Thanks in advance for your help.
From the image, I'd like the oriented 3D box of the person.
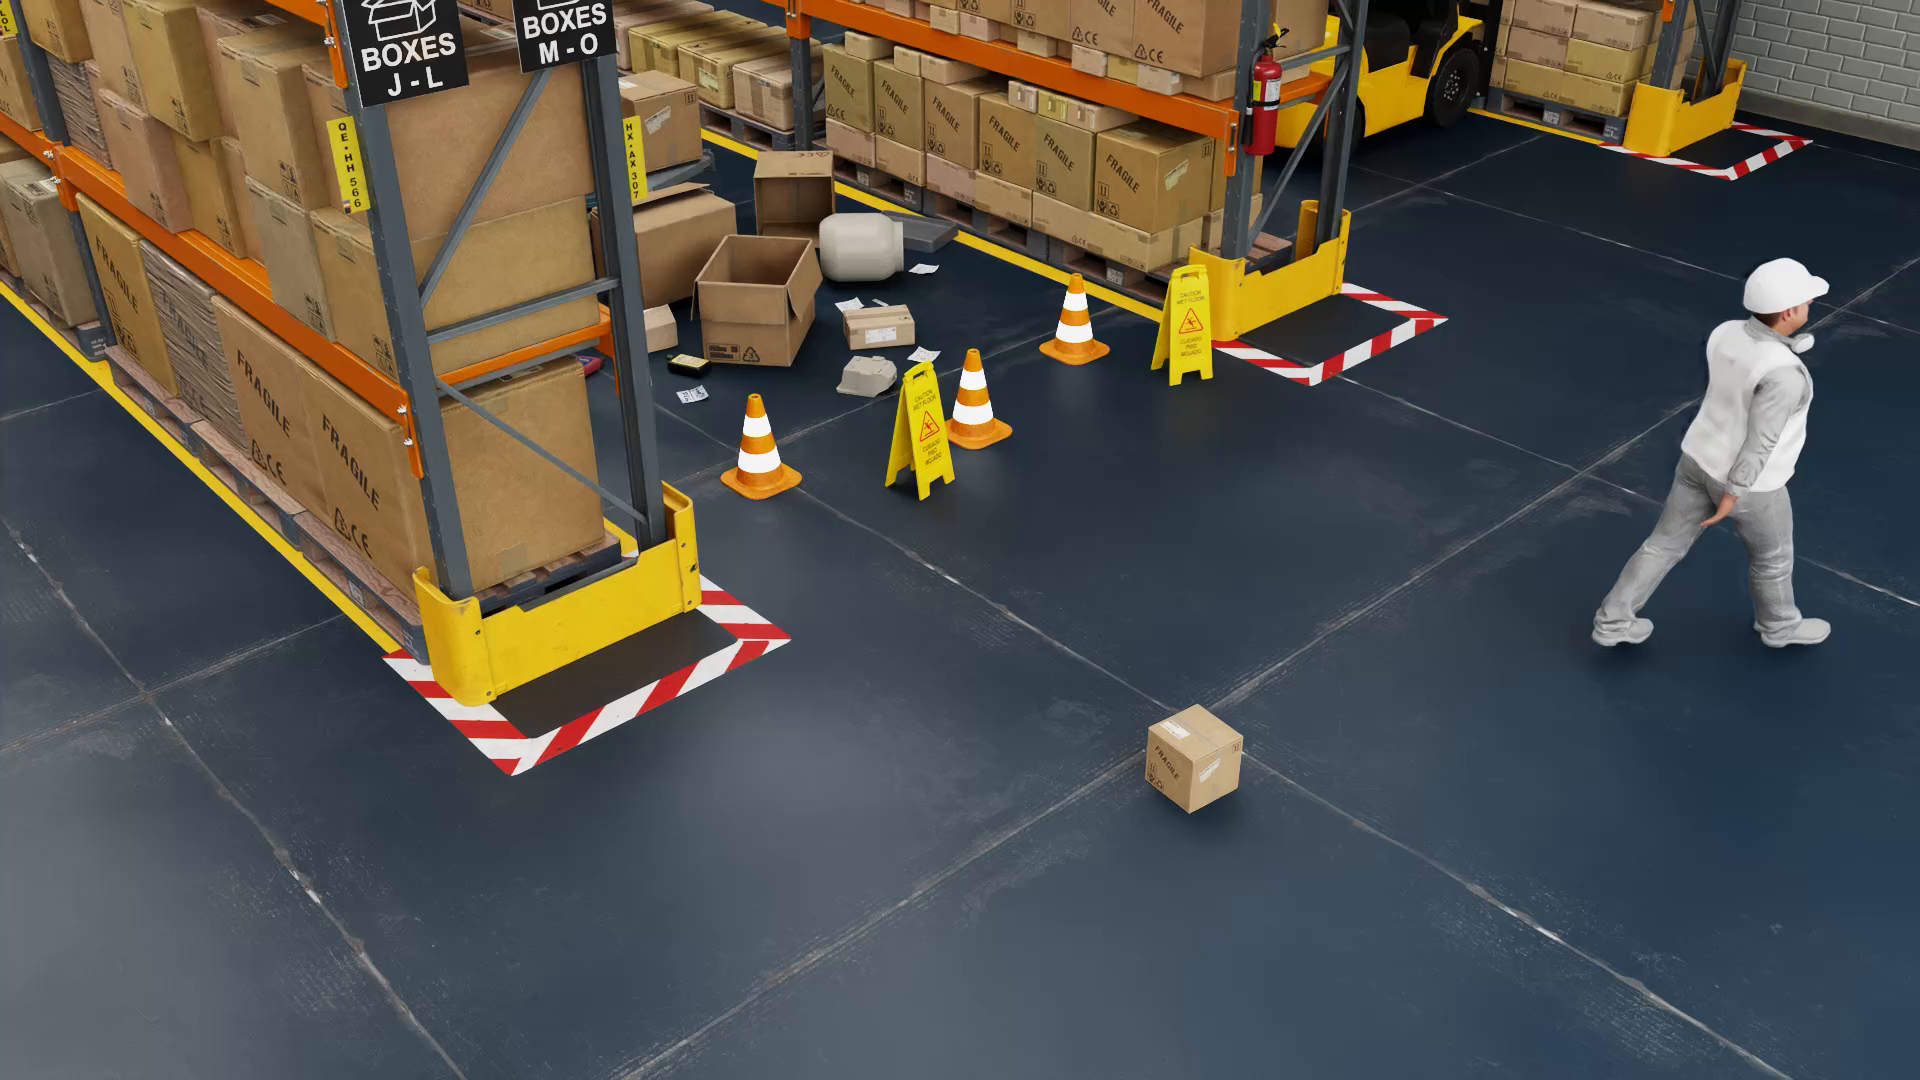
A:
[{"bbox_3d":[3.148,-0.322,6.626,1.038,1.716,0.532,-8,32,-13],"label":"person"}]
